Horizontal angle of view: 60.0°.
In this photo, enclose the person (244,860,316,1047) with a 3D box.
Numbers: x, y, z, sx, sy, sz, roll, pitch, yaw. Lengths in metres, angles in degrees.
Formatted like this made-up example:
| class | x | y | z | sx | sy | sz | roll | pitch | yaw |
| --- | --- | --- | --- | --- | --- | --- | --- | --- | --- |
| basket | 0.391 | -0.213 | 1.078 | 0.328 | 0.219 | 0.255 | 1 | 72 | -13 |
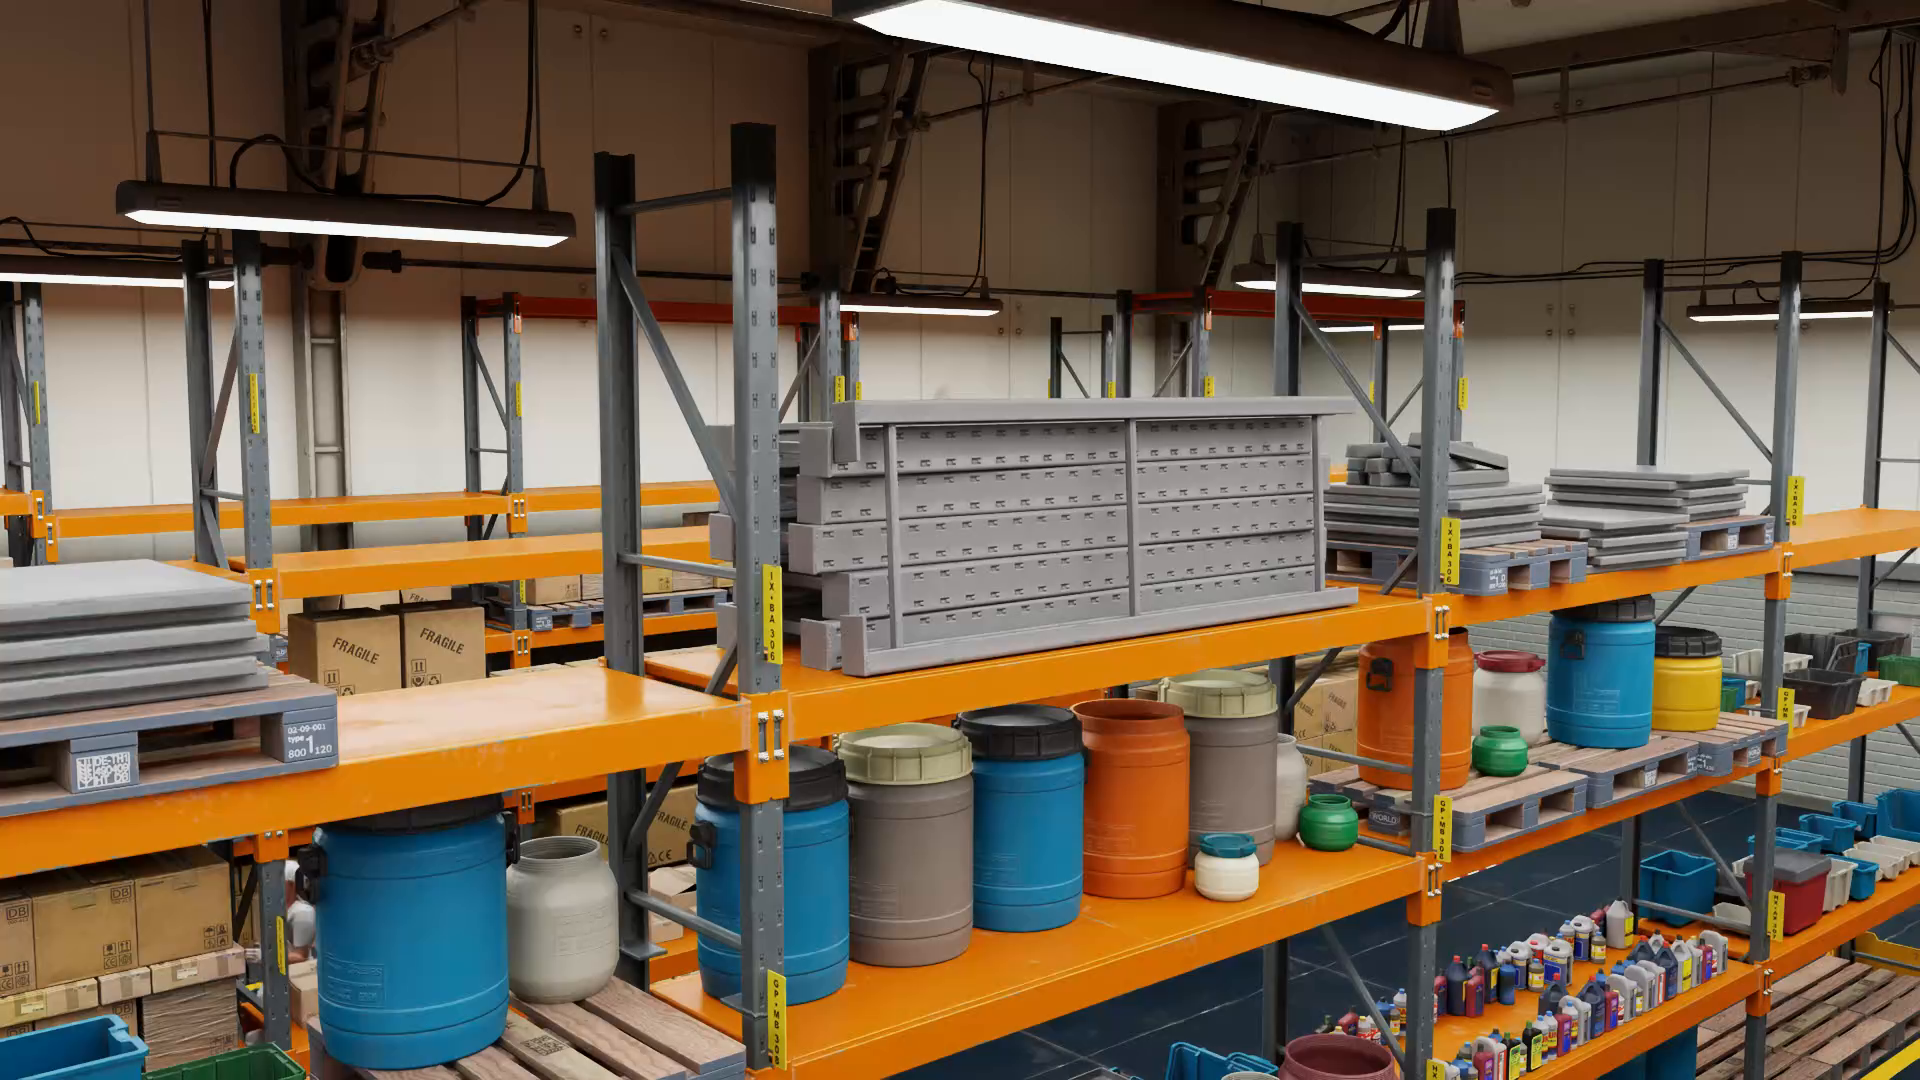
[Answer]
| class | x | y | z | sx | sy | sz | roll | pitch | yaw |
| --- | --- | --- | --- | --- | --- | --- | --- | --- | --- |
| person | -4.715 | 3.163 | 11.716 | 0.646 | 1.846 | 0.793 | 4 | 7 | 37 |
